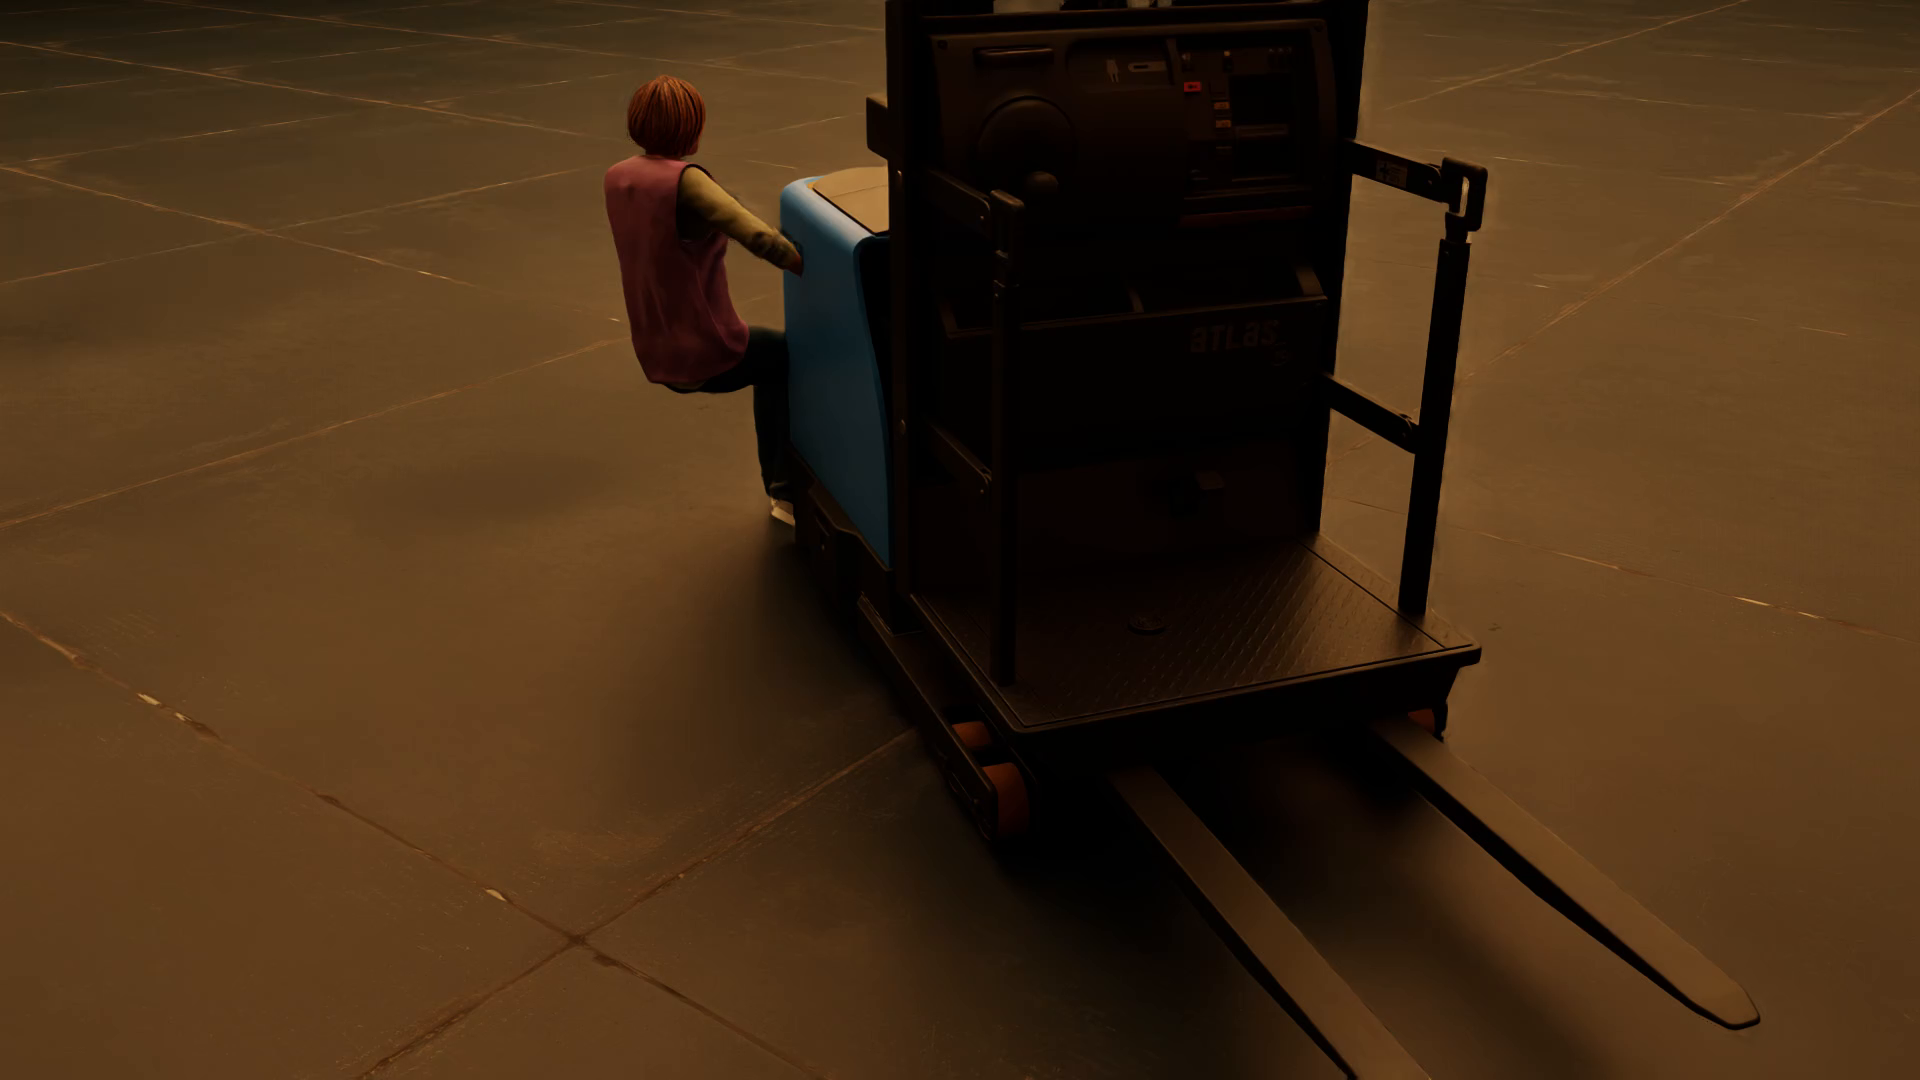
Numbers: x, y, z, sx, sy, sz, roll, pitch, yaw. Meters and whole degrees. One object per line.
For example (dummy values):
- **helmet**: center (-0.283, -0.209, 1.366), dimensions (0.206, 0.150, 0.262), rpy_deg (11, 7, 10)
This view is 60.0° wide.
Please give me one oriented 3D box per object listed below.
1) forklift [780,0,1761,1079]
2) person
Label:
- **forklift**: center (0.461, -0.889, 3.380), dimensions (1.130, 2.935, 3.031), rpy_deg (-8, 25, -18)
- **person**: center (-0.628, -0.666, 4.855), dimensions (0.742, 1.381, 0.753), rpy_deg (15, 28, 31)
